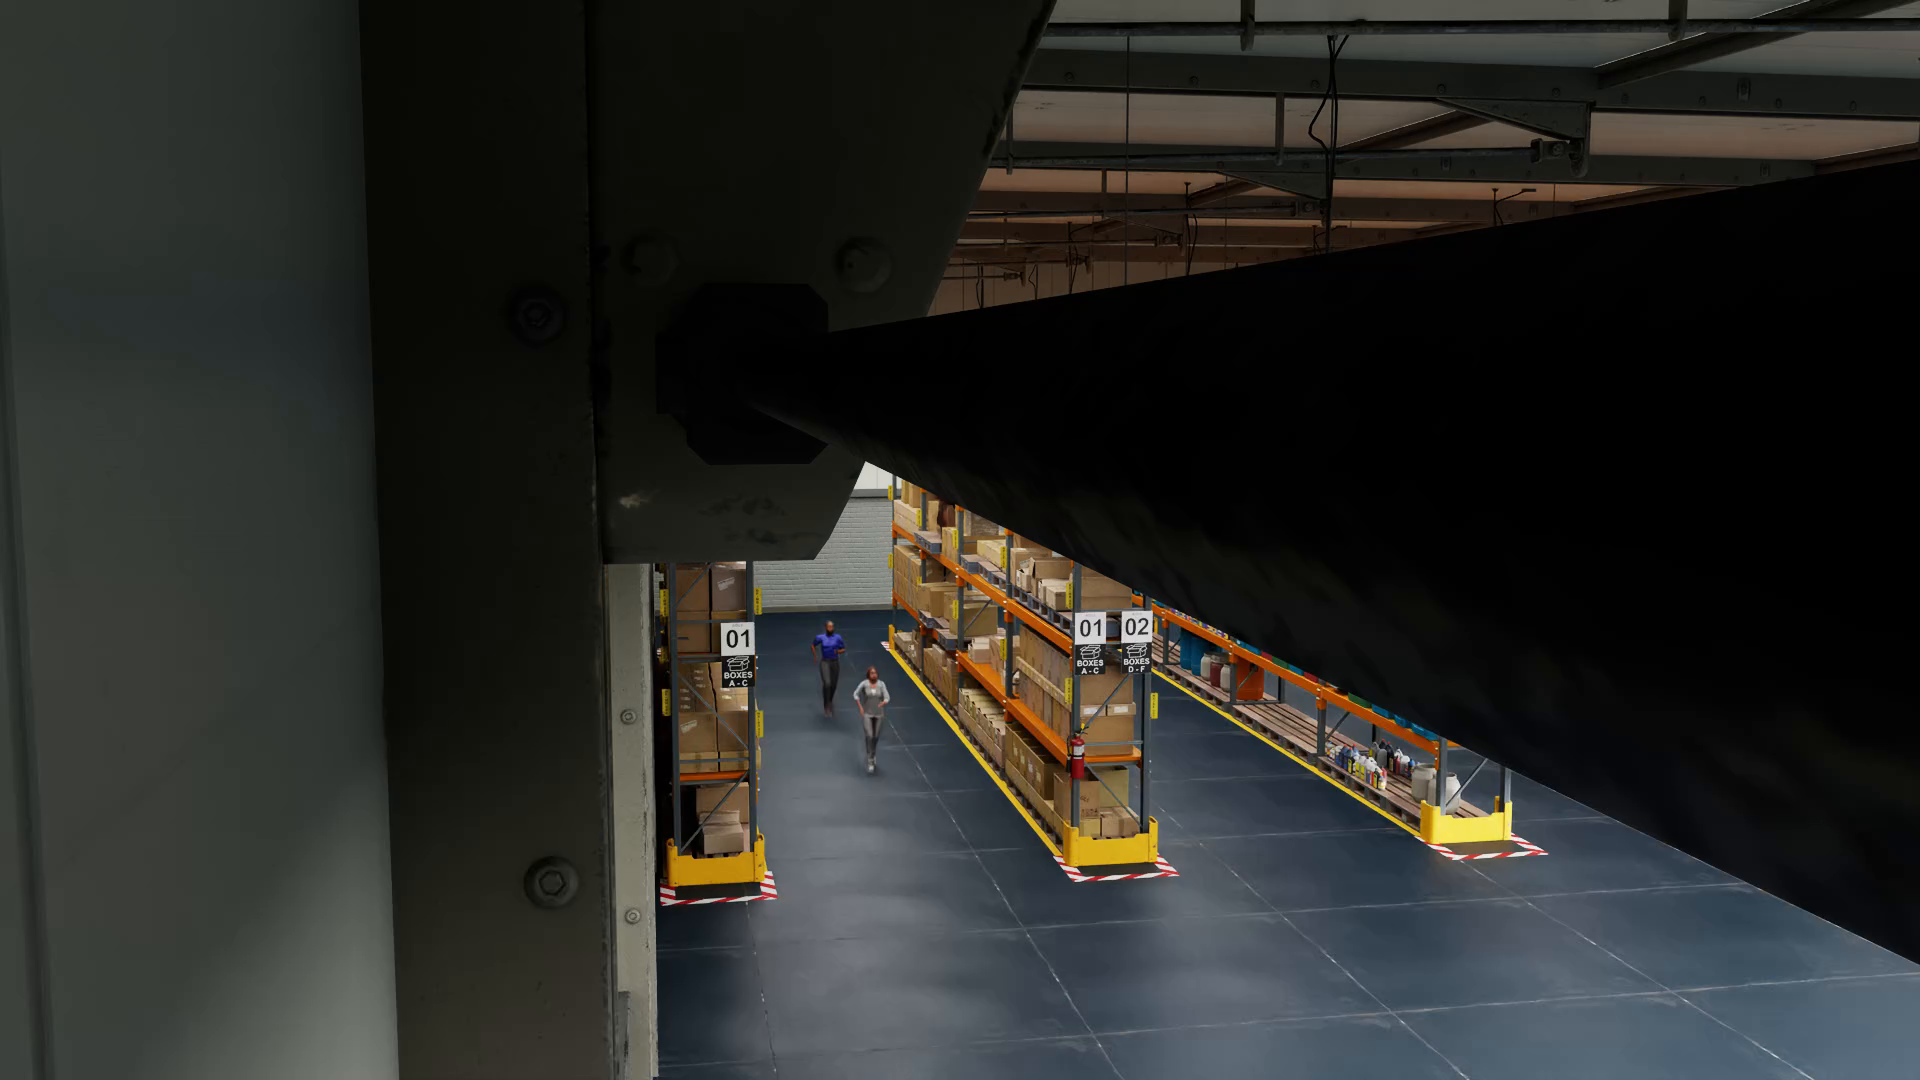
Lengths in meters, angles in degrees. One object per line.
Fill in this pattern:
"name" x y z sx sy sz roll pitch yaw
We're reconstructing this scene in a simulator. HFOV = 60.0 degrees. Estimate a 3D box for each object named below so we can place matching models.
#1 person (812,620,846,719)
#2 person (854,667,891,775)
"person" -2.331 2.282 29.773 0.557 1.698 0.843 -2 7 -19
"person" -1.347 2.767 25.750 0.551 1.638 0.720 -1 6 -13
